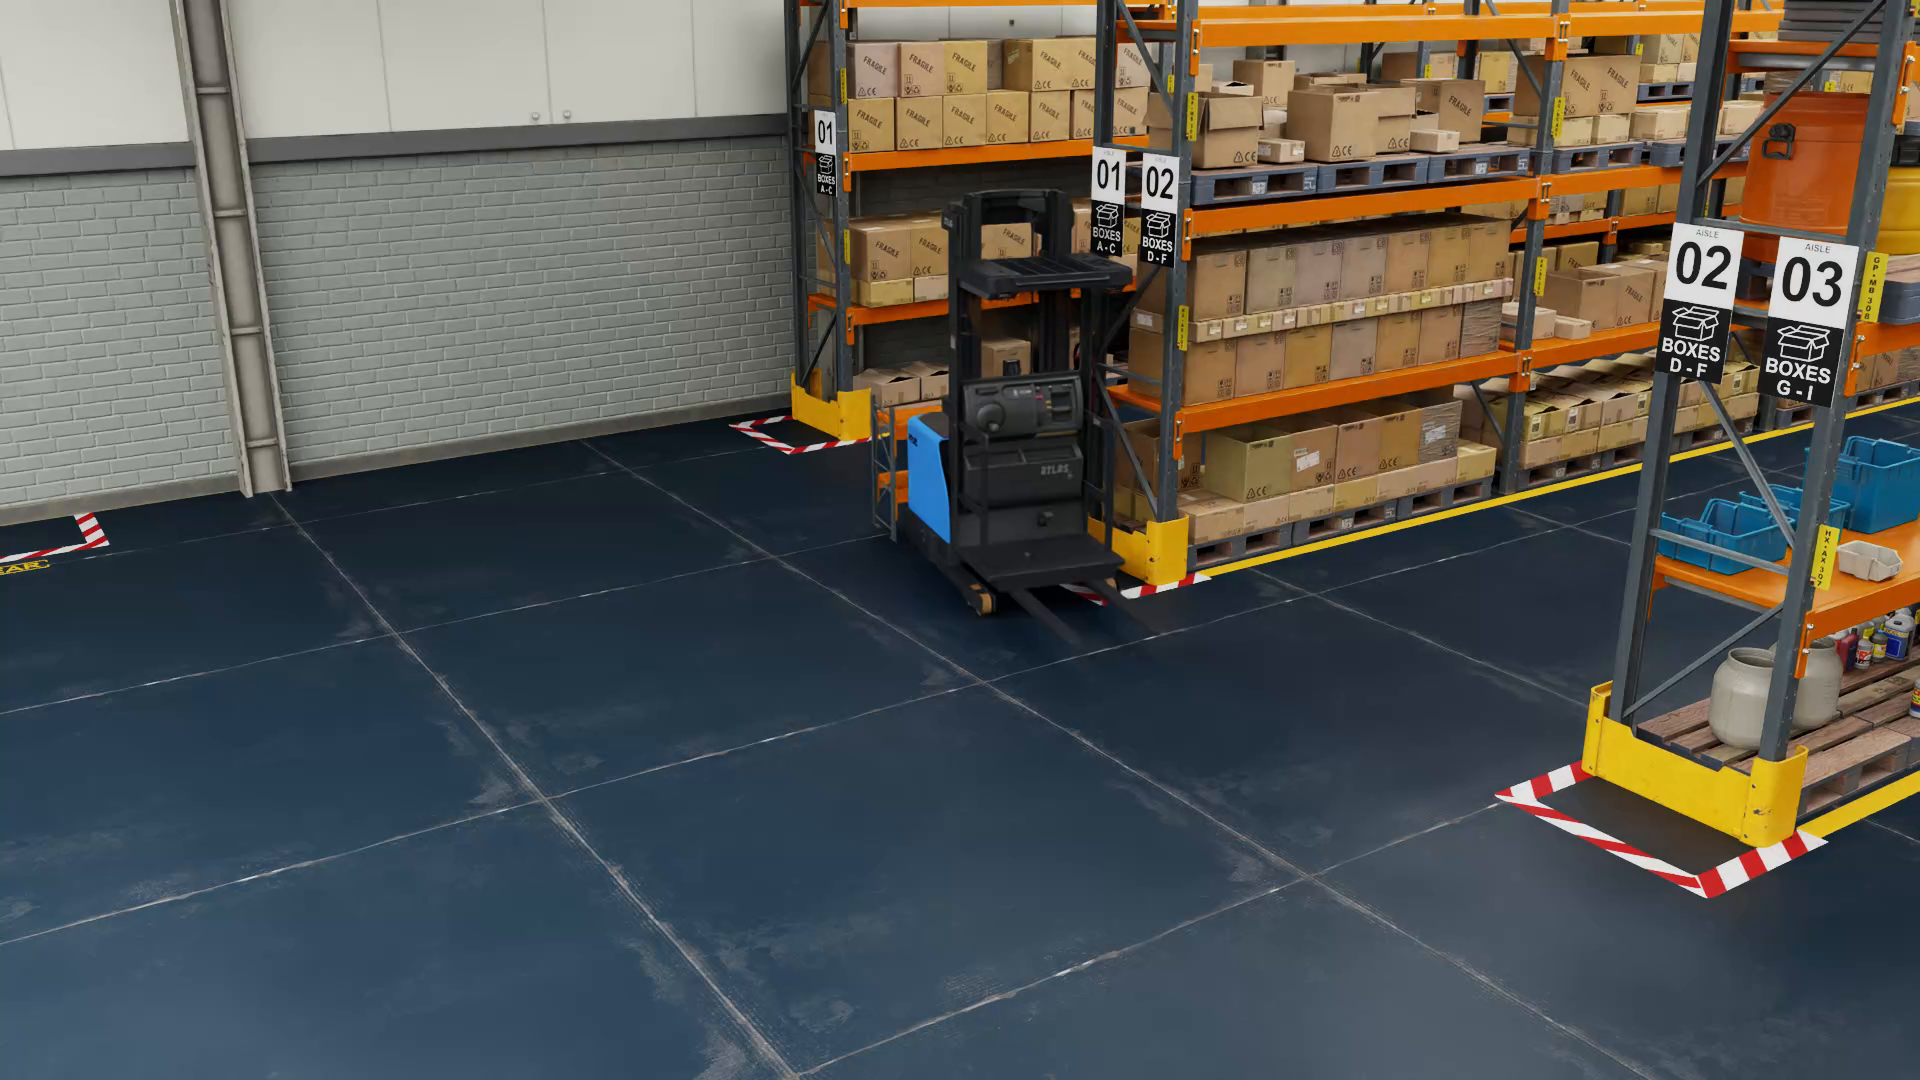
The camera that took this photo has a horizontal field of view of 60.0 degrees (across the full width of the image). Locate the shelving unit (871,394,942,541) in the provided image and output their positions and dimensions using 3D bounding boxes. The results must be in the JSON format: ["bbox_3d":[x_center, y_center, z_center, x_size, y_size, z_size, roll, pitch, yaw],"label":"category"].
[{"bbox_3d":[-0.163,-0.663,13.949,1.048,1.125,0.538,-7,20,-21],"label":"shelving unit"}]

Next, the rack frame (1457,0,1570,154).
[{"bbox_3d":[4.672,-4.801,13.895,0.127,3.000,1.000,-12,22,-31],"label":"rack frame"}]

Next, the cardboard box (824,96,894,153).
[{"bbox_3d":[-0.979,-4.049,16.166,0.500,0.500,0.500,-11,22,-30],"label":"cardboard box"}]

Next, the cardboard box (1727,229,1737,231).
[{"bbox_3d":[11.430,-4.498,24.600,0.250,0.149,0.380,-12,22,-32],"label":"cardboard box"}]

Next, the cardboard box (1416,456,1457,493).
[{"bbox_3d":[3.982,-0.630,14.562,0.500,0.250,0.500,-12,22,-31],"label":"cardboard box"}]

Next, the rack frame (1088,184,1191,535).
[{"bbox_3d":[1.332,-1.255,12.772,0.127,3.000,1.000,-12,22,-31],"label":"rack frame"}]

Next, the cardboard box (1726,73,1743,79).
[{"bbox_3d":[10.635,-6.608,23.347,0.500,0.250,0.500,-13,22,-33],"label":"cardboard box"}]

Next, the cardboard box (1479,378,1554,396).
[{"bbox_3d":[5.284,-1.363,15.853,0.500,0.311,0.500,-11,22,-30],"label":"cardboard box"}]

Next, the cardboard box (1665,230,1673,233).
[{"bbox_3d":[10.588,-4.466,24.507,0.250,0.149,0.380,-12,22,-31],"label":"cardboard box"}]

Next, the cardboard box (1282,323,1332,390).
[{"bbox_3d":[2.582,-1.560,13.521,0.500,0.500,0.700,-12,22,-31],"label":"cardboard box"}]

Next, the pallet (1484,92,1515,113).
[{"bbox_3d":[6.726,-5.645,21.370,1.213,0.211,1.003,-11,21,-29],"label":"pallet"}]

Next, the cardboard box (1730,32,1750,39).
[{"bbox_3d":[10.651,-6.967,23.238,0.500,0.500,0.500,-13,23,-34],"label":"cardboard box"}]

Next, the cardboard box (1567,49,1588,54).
[{"bbox_3d":[7.831,-6.244,22.003,0.500,0.500,0.700,-13,23,-34],"label":"cardboard box"}]

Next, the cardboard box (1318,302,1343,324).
[{"bbox_3d":[2.852,-1.848,13.359,0.250,0.149,0.380,-12,22,-32],"label":"cardboard box"}]

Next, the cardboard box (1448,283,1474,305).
[{"bbox_3d":[4.138,-2.119,14.159,0.250,0.149,0.380,-13,22,-33],"label":"cardboard box"}]

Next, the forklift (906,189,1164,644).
[{"bbox_3d":[0.545,-0.986,12.085,1.130,2.935,3.031,-7,20,-19],"label":"forklift"}]

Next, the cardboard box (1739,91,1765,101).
[{"bbox_3d":[8.359,-4.218,16.698,0.500,0.500,0.910,-12,22,-31],"label":"cardboard box"}]

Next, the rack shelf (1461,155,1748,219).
[{"bbox_3d":[6.343,-3.392,15.533,4.000,0.370,1.077,-12,22,-31],"label":"rack shelf"}]

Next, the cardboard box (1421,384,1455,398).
[{"bbox_3d":[4.113,-1.213,15.115,0.500,0.500,0.500,-12,22,-31],"label":"cardboard box"}]

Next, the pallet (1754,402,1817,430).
[{"bbox_3d":[8.657,-1.464,17.746,1.213,0.211,1.003,-12,22,-31],"label":"pallet"}]

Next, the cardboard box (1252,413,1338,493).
[{"bbox_3d":[2.729,-0.721,13.661,0.500,0.500,0.500,-12,22,-31],"label":"cardboard box"}]

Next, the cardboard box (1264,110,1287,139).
[{"bbox_3d":[2.613,-3.270,13.315,0.500,0.311,0.500,-9,21,-25],"label":"cardboard box"}]

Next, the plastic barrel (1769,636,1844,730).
[{"bbox_3d":[4.979,0.826,9.847,0.421,0.512,0.421,0,19,0],"label":"plastic barrel"}]

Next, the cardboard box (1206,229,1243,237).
[{"bbox_3d":[2.859,-3.716,19.211,0.500,0.500,0.700,-9,21,-26],"label":"cardboard box"}]

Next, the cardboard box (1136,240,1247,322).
[{"bbox_3d":[1.773,-2.005,12.809,0.500,0.500,0.700,-12,22,-31],"label":"cardboard box"}]

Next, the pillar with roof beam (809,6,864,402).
[{"bbox_3d":[1.081,-4.624,13.372,0.400,9.000,9.100,-12,22,-31],"label":"pillar with roof beam"}]

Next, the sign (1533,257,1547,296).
[{"bbox_3d":[4.979,-2.259,14.267,0.005,0.325,0.100,-12,22,-31],"label":"sign"}]

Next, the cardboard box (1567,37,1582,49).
[{"bbox_3d":[7.819,-6.605,21.900,0.500,0.250,0.500,-10,21,-28],"label":"cardboard box"}]

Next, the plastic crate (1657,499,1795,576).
[{"bbox_3d":[4.306,-0.027,9.373,0.616,0.251,0.499,-12,22,-31],"label":"plastic crate"}]

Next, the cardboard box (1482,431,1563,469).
[{"bbox_3d":[5.145,-0.860,15.243,0.500,0.250,0.500,-13,22,-33],"label":"cardboard box"}]

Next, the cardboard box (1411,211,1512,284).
[{"bbox_3d":[4.305,-2.541,14.396,0.500,0.500,0.700,-12,22,-31],"label":"cardboard box"}]

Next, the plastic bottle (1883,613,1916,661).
[{"bbox_3d":[6.081,0.623,10.785,0.135,0.276,0.152,-12,22,-31],"label":"plastic bottle"}]

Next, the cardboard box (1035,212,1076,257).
[{"bbox_3d":[0.880,-3.236,17.665,0.500,0.500,0.500,-13,22,-33],"label":"cardboard box"}]

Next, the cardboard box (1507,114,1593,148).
[{"bbox_3d":[5.192,-3.614,14.646,0.500,0.250,0.500,-9,21,-26],"label":"cardboard box"}]

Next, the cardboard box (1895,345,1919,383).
[{"bbox_3d":[10.263,-2.056,18.358,0.500,0.500,0.500,-12,22,-31],"label":"cardboard box"}]

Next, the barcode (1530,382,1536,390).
[{"bbox_3d":[5.114,-1.372,14.836,0.075,0.075,0.001,-12,22,-31],"label":"barcode"}]

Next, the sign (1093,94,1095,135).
[{"bbox_3d":[1.045,-3.205,12.599,0.005,0.325,0.100,-12,22,-31],"label":"sign"}]

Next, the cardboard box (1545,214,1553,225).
[{"bbox_3d":[7.632,-4.276,22.070,0.250,0.149,0.380,-12,22,-31],"label":"cardboard box"}]

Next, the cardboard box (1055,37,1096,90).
[{"bbox_3d":[1.221,-4.974,17.343,0.500,0.500,0.500,-11,21,-28],"label":"cardboard box"}]

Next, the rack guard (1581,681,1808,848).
[{"bbox_3d":[4.090,1.229,9.328,0.348,0.500,1.175,-12,22,-31],"label":"rack guard"}]

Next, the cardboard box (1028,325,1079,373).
[{"bbox_3d":[1.100,-2.114,18.531,0.500,0.500,0.500,-14,23,-35],"label":"cardboard box"}]

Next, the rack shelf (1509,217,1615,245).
[{"bbox_3d":[6.956,-4.000,22.015,4.000,0.370,1.077,-12,22,-31],"label":"rack shelf"}]

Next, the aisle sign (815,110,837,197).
[{"bbox_3d":[-1.291,-3.718,15.998,0.004,0.787,0.394,-12,22,-31],"label":"aisle sign"}]

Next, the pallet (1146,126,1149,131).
[{"bbox_3d":[2.519,-4.696,18.561,1.003,0.211,1.213,-12,22,-31],"label":"pallet"}]

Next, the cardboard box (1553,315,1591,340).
[{"bbox_3d":[5.525,-1.942,15.196,0.250,0.149,0.380,-12,22,-31],"label":"cardboard box"}]

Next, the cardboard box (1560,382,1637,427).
[{"bbox_3d":[6.007,-1.306,15.685,0.500,0.311,0.500,-13,22,-33],"label":"cardboard box"}]

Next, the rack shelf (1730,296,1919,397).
[{"bbox_3d":[5.723,-1.361,9.528,4.000,0.370,1.077,-12,22,-31],"label":"rack shelf"}]

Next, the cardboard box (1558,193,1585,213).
[{"bbox_3d":[7.959,-4.649,22.161,0.500,0.500,0.500,-12,22,-31],"label":"cardboard box"}]

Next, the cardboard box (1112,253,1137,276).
[{"bbox_3d":[1.716,-3.057,18.308,0.500,0.250,0.500,-12,22,-31],"label":"cardboard box"}]

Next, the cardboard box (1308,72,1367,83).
[{"bbox_3d":[4.558,-5.401,20.165,0.500,0.500,0.500,-12,22,-31],"label":"cardboard box"}]

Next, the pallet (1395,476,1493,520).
[{"bbox_3d":[3.985,-0.509,14.922,1.213,0.211,1.003,-12,22,-31],"label":"pallet"}]

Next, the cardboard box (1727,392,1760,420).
[{"bbox_3d":[7.708,-1.402,16.846,0.500,0.250,0.500,-11,22,-30],"label":"cardboard box"}]

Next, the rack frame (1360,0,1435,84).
[{"bbox_3d":[5.285,-6.830,19.897,0.127,3.000,1.000,-12,22,-31],"label":"rack frame"}]

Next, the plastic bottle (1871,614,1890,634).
[{"bbox_3d":[5.978,0.552,10.877,0.185,0.351,0.144,-12,22,-32],"label":"plastic bottle"}]

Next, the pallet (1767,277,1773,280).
[{"bbox_3d":[8.540,-2.711,17.380,1.003,0.211,1.213,-12,22,-31],"label":"pallet"}]

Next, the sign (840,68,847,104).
[{"bbox_3d":[-1.098,-4.269,15.640,0.005,0.325,0.100,-12,22,-31],"label":"sign"}]

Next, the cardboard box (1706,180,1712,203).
[{"bbox_3d":[10.303,-5.184,23.926,0.700,0.700,0.980,-13,23,-34],"label":"cardboard box"}]

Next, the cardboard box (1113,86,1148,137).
[{"bbox_3d":[1.657,-4.606,17.814,0.500,0.500,0.500,-11,22,-30],"label":"cardboard box"}]
